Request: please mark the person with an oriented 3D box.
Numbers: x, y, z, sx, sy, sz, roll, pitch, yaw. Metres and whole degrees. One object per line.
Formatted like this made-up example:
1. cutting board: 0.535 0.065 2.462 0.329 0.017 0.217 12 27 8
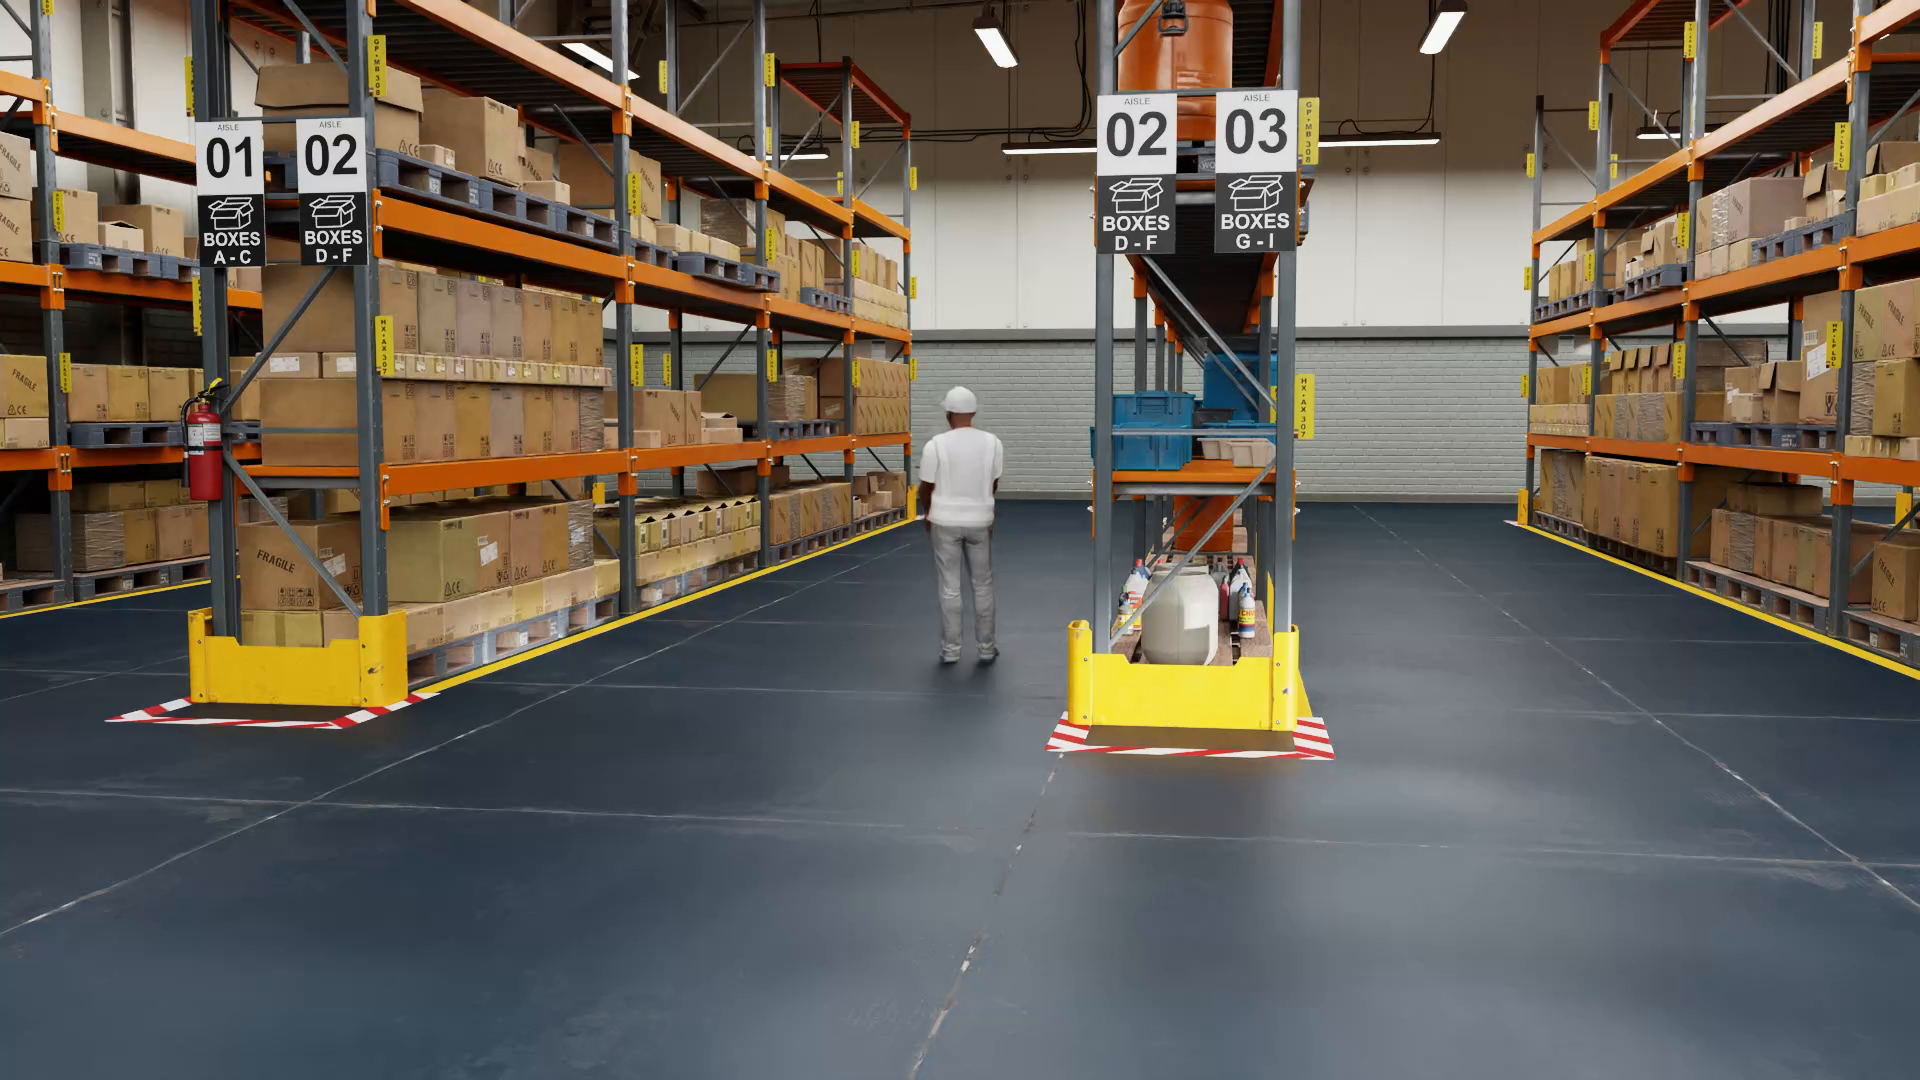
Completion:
1. person: 0.006 -0.105 10.782 0.589 1.773 0.528 -1 5 -15
